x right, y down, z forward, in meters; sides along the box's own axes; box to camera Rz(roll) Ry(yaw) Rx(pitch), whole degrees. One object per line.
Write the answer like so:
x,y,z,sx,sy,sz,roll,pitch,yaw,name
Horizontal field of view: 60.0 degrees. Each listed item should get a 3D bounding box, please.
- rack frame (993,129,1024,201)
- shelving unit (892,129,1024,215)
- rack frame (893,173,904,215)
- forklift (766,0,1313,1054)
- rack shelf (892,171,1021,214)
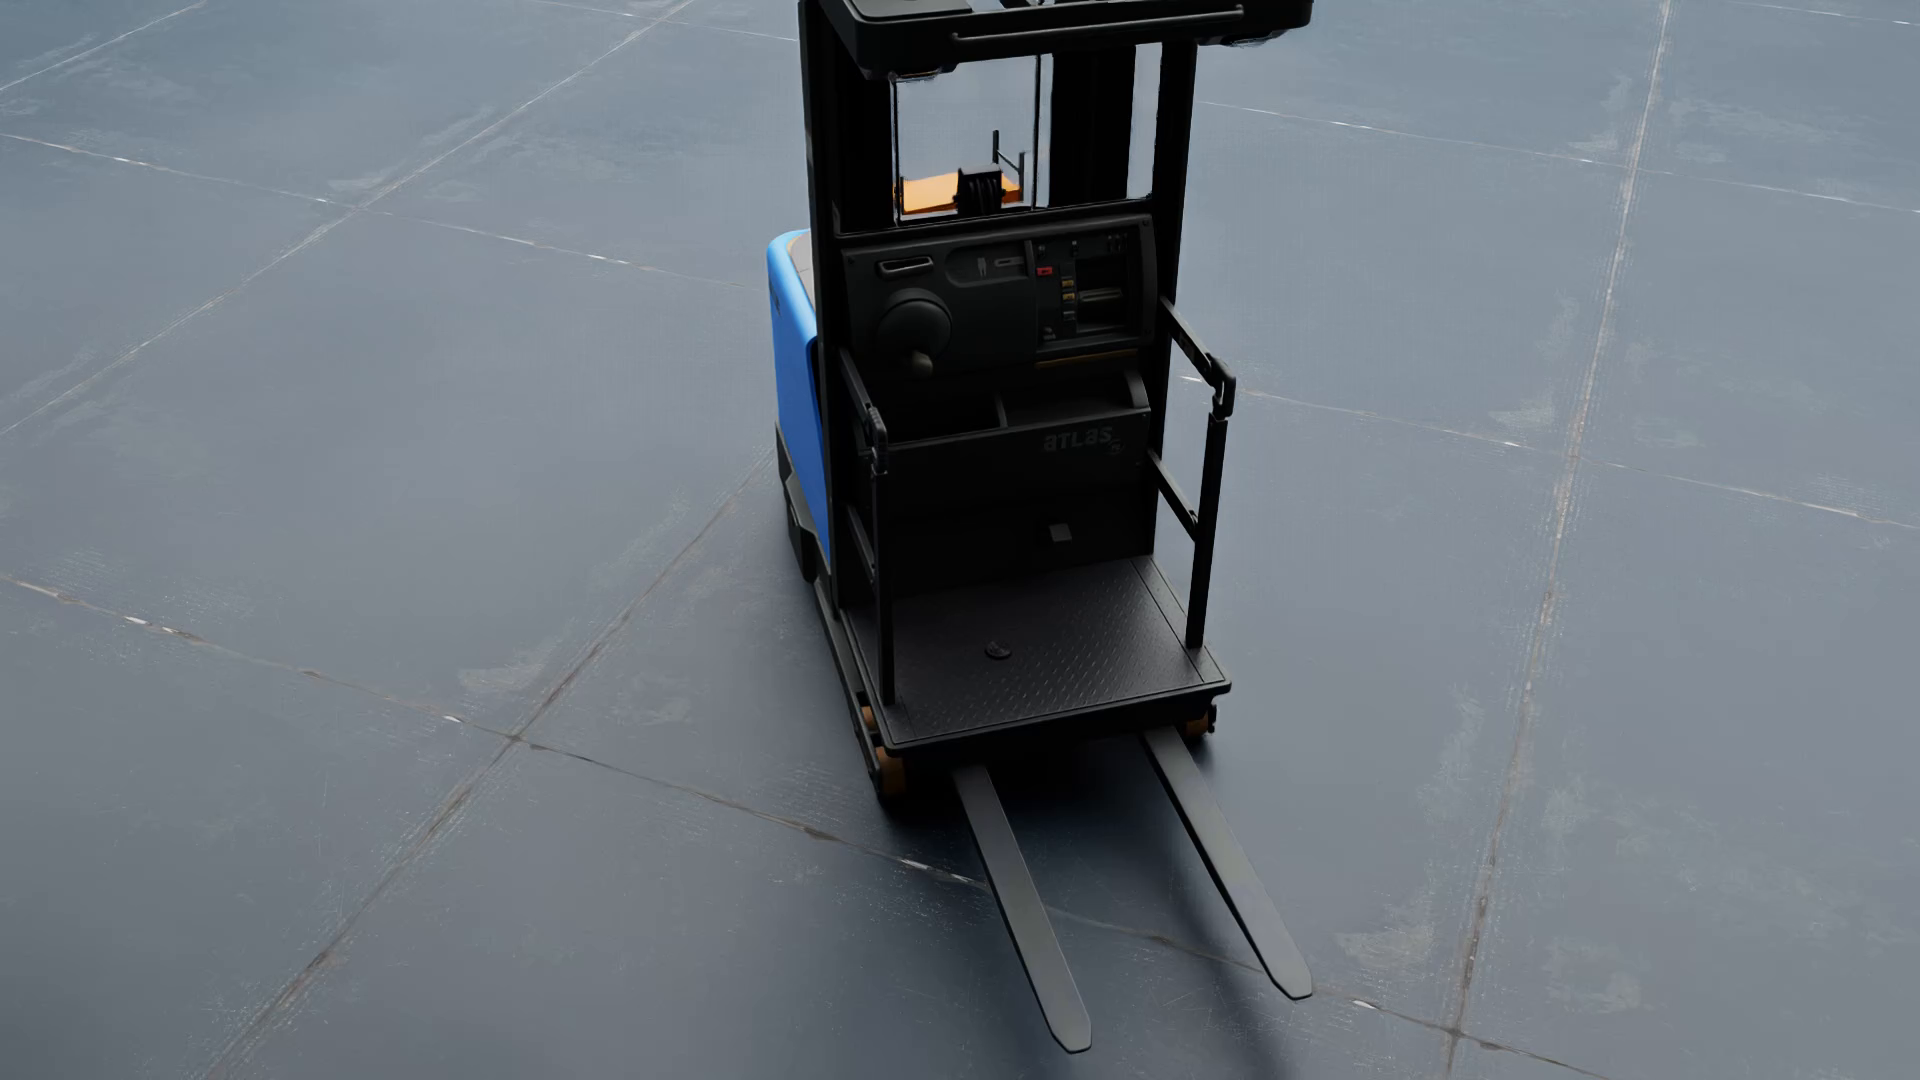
0.182,-1.023,6.617,0.015,1.200,0.240,-15,39,-19,rack frame
-0.040,-0.963,6.536,0.503,1.200,0.258,-15,39,-19,shelving unit
-0.262,-0.902,6.455,0.015,1.200,0.240,-15,39,-19,rack frame
0.185,-0.637,4.654,1.130,2.935,3.031,-10,38,-12,forklift
-0.040,-1.277,6.300,0.480,0.148,0.258,-15,39,-19,rack shelf
